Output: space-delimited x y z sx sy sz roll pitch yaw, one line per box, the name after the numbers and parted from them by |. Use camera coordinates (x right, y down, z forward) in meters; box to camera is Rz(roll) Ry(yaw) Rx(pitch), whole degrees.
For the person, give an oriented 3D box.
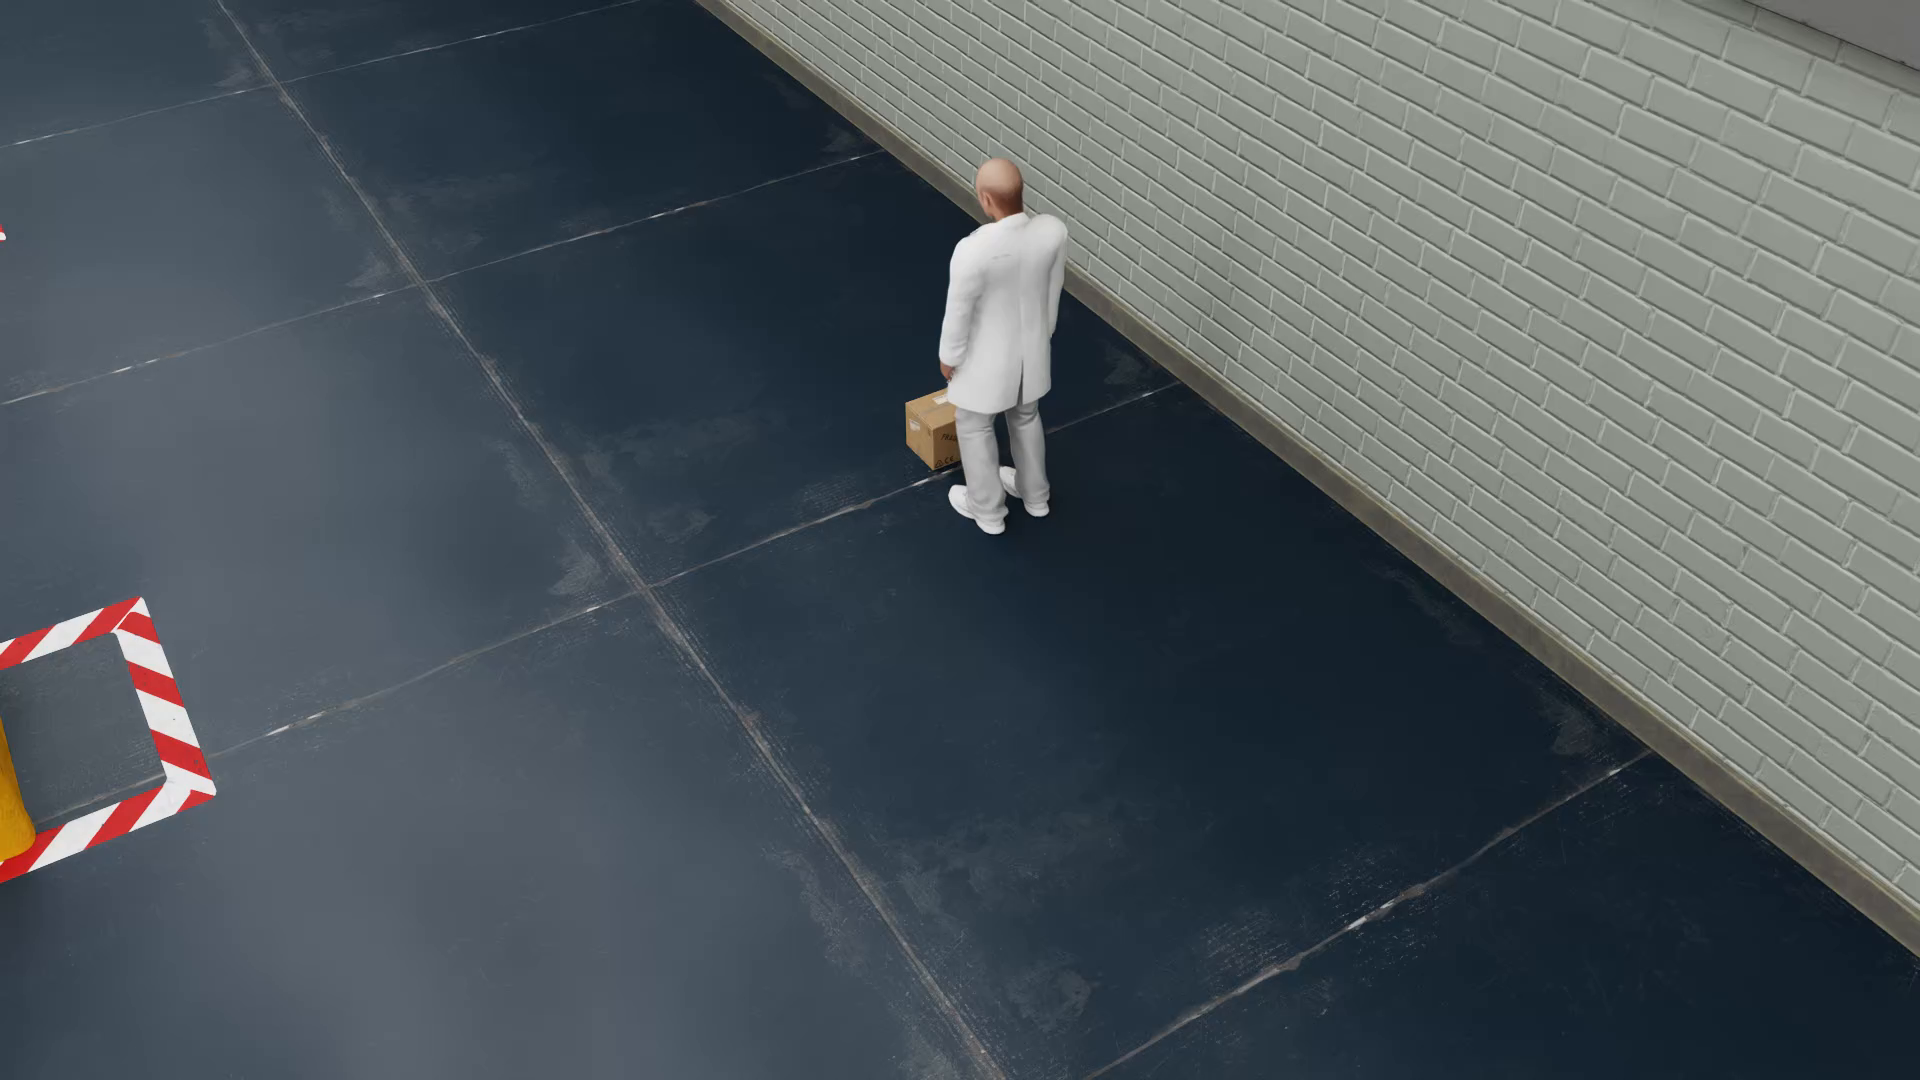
0.162 -0.824 7.153 0.564 1.770 0.377 -21 45 -23 | person
